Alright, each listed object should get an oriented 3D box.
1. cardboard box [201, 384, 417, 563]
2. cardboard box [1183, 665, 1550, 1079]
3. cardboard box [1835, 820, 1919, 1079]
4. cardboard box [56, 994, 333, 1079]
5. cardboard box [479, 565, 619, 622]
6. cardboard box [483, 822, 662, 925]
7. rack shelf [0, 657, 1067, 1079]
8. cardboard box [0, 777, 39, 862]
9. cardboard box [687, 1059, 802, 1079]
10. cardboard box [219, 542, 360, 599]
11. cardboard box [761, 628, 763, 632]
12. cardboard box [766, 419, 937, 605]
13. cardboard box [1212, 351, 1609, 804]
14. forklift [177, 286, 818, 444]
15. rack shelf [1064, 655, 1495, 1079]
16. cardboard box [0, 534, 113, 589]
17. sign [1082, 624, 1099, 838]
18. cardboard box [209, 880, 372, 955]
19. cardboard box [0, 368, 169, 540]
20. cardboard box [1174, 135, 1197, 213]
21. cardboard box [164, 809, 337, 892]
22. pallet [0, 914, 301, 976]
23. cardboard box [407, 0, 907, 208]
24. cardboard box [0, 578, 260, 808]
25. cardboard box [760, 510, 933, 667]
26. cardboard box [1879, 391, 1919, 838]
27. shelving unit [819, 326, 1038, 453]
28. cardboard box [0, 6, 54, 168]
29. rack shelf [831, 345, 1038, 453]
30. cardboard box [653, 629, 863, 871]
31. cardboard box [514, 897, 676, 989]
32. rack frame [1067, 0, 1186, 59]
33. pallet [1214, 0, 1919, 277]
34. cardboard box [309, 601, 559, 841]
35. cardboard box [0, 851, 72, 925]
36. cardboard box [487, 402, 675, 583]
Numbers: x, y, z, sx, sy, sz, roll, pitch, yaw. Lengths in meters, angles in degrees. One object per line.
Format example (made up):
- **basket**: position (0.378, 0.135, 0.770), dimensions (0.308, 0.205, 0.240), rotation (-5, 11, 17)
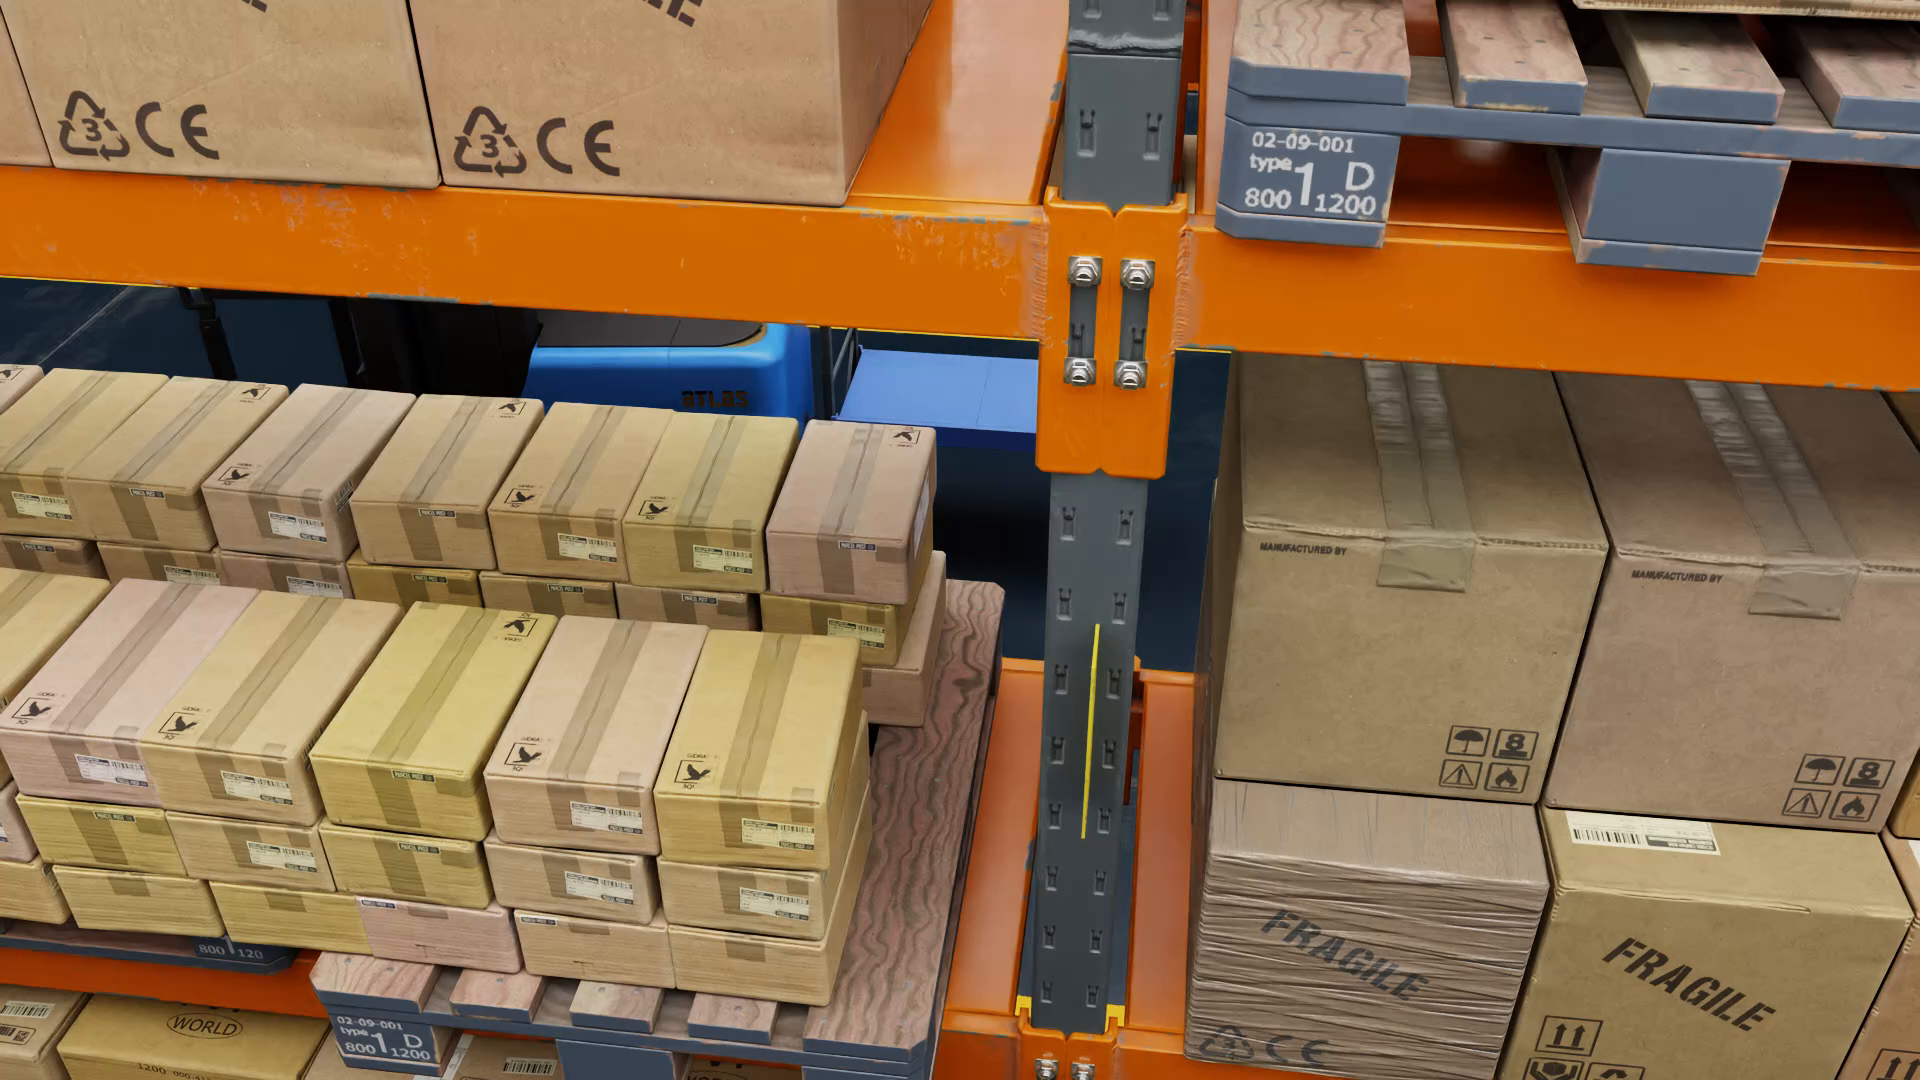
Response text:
- **cardboard box**: position (-1.230, -0.135, 3.200), dimensions (0.250, 0.149, 0.380), rotation (6, 36, 8)
- **cardboard box**: position (0.655, 0.547, 2.815), dimensions (0.500, 0.500, 0.500), rotation (5, 36, 6)
- **cardboard box**: position (1.660, 0.621, 2.712), dimensions (0.500, 0.500, 0.500), rotation (4, 36, 6)
- **cardboard box**: position (-1.472, 0.963, 3.463), dimensions (0.500, 0.250, 0.500), rotation (5, 36, 7)
- **cardboard box**: position (-0.744, 0.021, 3.237), dimensions (0.250, 0.149, 0.380), rotation (3, 36, 4)
- **cardboard box**: position (-0.568, 0.416, 2.683), dimensions (0.250, 0.149, 0.380), rotation (6, 36, 8)
- **rack shelf**: position (-1.739, 0.544, 3.525), dimensions (4.000, 0.370, 1.077), rotation (4, 36, 6)
- **cardboard box**: position (-1.583, 0.341, 2.789), dimensions (0.250, 0.149, 0.380), rotation (5, 36, 7)
- **cardboard box**: position (-0.467, 1.041, 3.354), dimensions (0.500, 0.250, 0.500), rotation (3, 36, 5)
- **cardboard box**: position (-1.241, -0.016, 3.289), dimensions (0.250, 0.149, 0.380), rotation (4, 36, 6)
- **cardboard box**: position (-0.440, 0.161, 3.297), dimensions (0.250, 0.149, 0.380), rotation (6, 36, 8)
- **cardboard box**: position (-0.194, -0.058, 3.092), dimensions (0.250, 0.149, 0.380), rotation (4, 36, 6)
- **cardboard box**: position (0.689, -0.010, 2.734), dimensions (0.500, 0.500, 0.700), rotation (4, 36, 6)
- **forklift**: position (-2.063, -1.192, 5.397), dimensions (3.031, 2.935, 1.130), rotation (0, 36, 0)
- **rack shelf**: position (2.228, 0.840, 3.110), dimensions (4.000, 0.370, 1.077), rotation (4, 36, 6)
- **cardboard box**: position (-1.755, -0.054, 3.343), dimensions (0.250, 0.149, 0.380), rotation (6, 36, 8)
- **sign**: position (0.185, 0.273, 2.356), dimensions (0.005, 0.325, 0.100), rotation (4, 36, 6)
- **cardboard box**: position (-1.051, 0.500, 2.822), dimensions (0.250, 0.149, 0.380), rotation (4, 36, 5)
- **cardboard box**: position (-1.740, -0.174, 3.255), dimensions (0.250, 0.149, 0.380), rotation (4, 36, 5)
- **cardboard box**: position (1.334, -1.514, 7.690), dimensions (0.625, 0.372, 0.950), rotation (2, 36, 3)
- **cardboard box**: position (-1.078, 0.380, 2.735), dimensions (0.250, 0.149, 0.380), rotation (4, 36, 6)
- **pallet**: position (-1.724, 0.354, 3.336), dimensions (1.213, 0.211, 1.003), rotation (4, 36, 6)
- **cardboard box**: position (-0.354, -0.758, 2.062), dimensions (0.500, 0.500, 0.500), rotation (4, 36, 6)
- **cardboard box**: position (-1.312, 0.238, 2.677), dimensions (0.250, 0.149, 0.380), rotation (4, 36, 6)
- **cardboard box**: position (-0.209, 0.058, 3.185), dimensions (0.250, 0.149, 0.380), rotation (6, 36, 8)
- **cardboard box**: position (1.699, 0.064, 2.632), dimensions (0.500, 0.500, 0.700), rotation (4, 36, 5)
- **shelving unit**: position (0.085, -0.604, 5.805), dimensions (1.048, 1.500, 0.538), rotation (4, 36, 6)
- **cardboard box**: position (-1.347, -0.827, 2.159), dimensions (0.500, 0.500, 0.500), rotation (4, 36, 6)
- **rack shelf**: position (0.085, -0.458, 5.910), dimensions (1.000, 0.185, 0.538), rotation (4, 36, 6)
- **cardboard box**: position (-0.300, 0.316, 2.567), dimensions (0.250, 0.149, 0.380), rotation (3, 36, 4)
- **cardboard box**: position (-0.549, 0.539, 2.767), dimensions (0.250, 0.149, 0.380), rotation (4, 36, 6)
- **rack frame**: position (0.245, -2.043, 1.366), dimensions (0.127, 3.000, 1.000), rotation (4, 36, 6)
- **pallet**: position (0.890, -0.728, 2.268), dimensions (1.003, 0.211, 1.213), rotation (6, 36, 8)
- **cardboard box**: position (-0.809, 0.277, 2.622), dimensions (0.250, 0.149, 0.380), rotation (5, 36, 7)
- **cardboard box**: position (-1.575, 0.461, 2.877), dimensions (0.250, 0.149, 0.380), rotation (5, 36, 7)
- **cardboard box**: position (-0.699, -0.097, 3.146), dimensions (0.250, 0.149, 0.380), rotation (4, 36, 6)
